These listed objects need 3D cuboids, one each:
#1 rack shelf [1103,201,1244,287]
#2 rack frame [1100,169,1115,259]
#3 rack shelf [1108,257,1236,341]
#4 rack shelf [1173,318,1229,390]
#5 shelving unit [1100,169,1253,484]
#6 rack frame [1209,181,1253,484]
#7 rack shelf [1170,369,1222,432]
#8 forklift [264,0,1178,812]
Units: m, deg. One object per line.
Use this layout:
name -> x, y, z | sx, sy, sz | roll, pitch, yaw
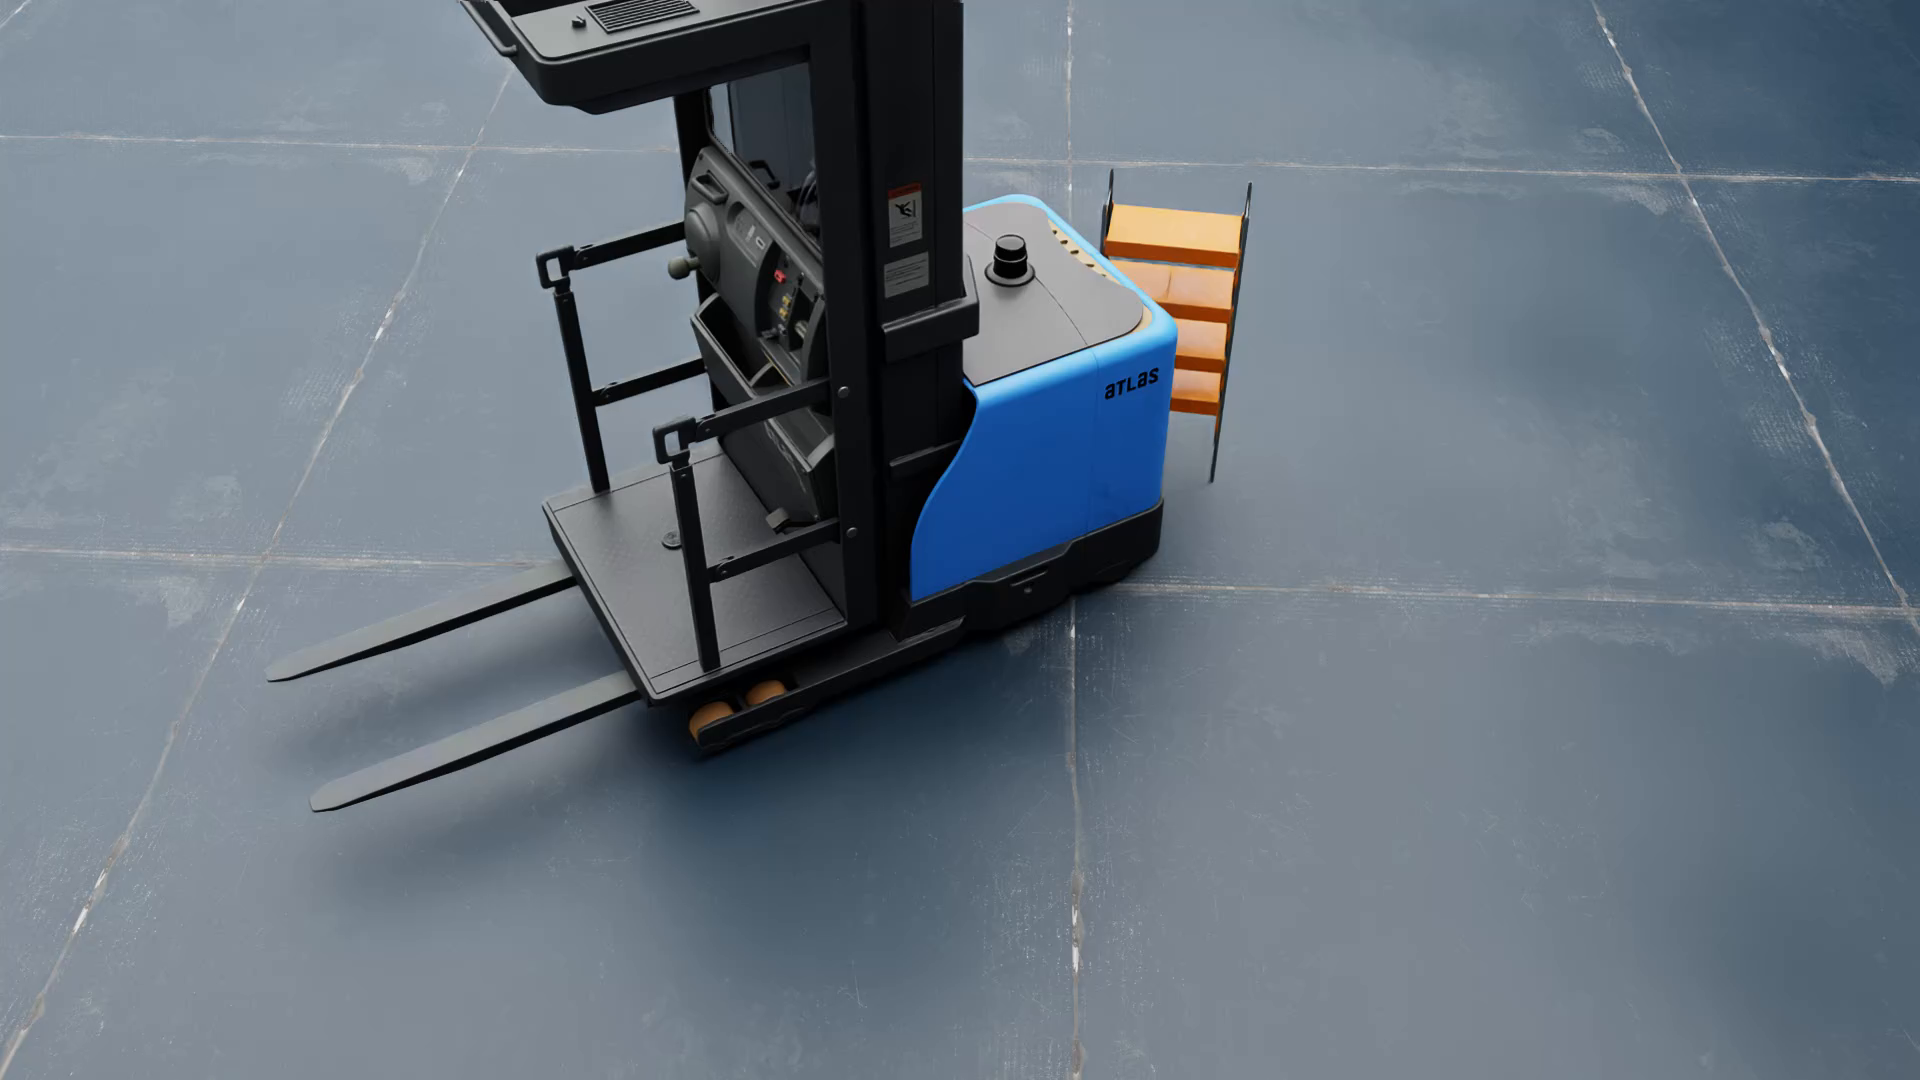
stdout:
rack shelf -> 0.761, -1.057, 5.928 | 0.480, 0.148, 0.258 | 7, 43, 7
rack frame -> 0.520, -0.799, 6.227 | 0.015, 1.200, 0.240 | 7, 43, 7
rack shelf -> 0.761, -0.884, 6.089 | 0.480, 0.148, 0.258 | 7, 43, 7
rack shelf -> 0.761, -0.720, 6.242 | 0.480, 0.148, 0.258 | 7, 43, 7
shelving unit -> 0.761, -0.769, 6.196 | 0.503, 1.200, 0.258 | 7, 43, 7
rack frame -> 1.001, -0.740, 6.165 | 0.015, 1.200, 0.240 | 7, 43, 7
rack shelf -> 0.761, -0.575, 6.377 | 0.480, 0.148, 0.258 | 7, 43, 7
forklift -> -0.805, -0.789, 4.947 | 3.031, 2.935, 1.130 | -21, 47, -21
